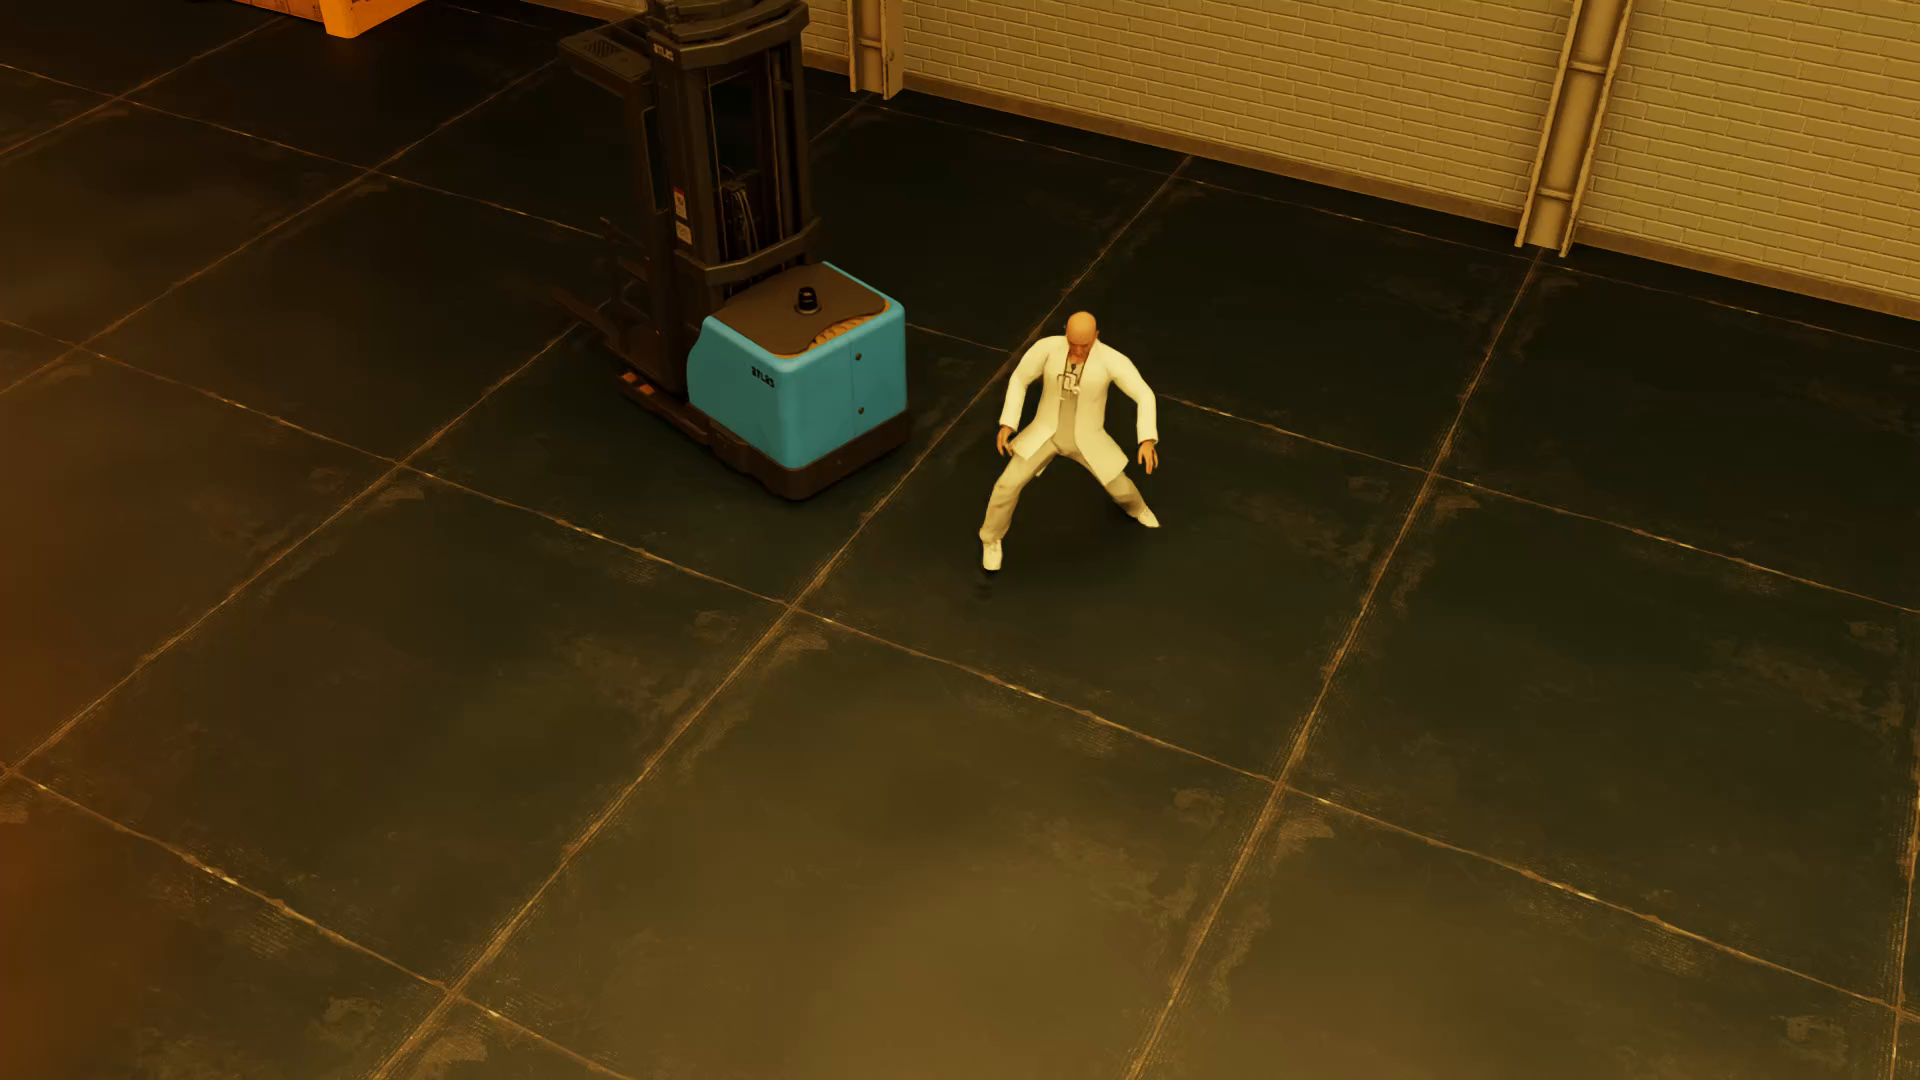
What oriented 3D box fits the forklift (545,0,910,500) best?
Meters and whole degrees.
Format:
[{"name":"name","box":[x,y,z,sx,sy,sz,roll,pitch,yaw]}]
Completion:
[{"name":"forklift","box":[-1.717,-2.221,10.623,1.130,2.935,3.031,-32,50,-32]}]

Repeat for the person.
[{"name":"person","box":[0.682,-0.587,9.765,1.032,1.634,0.967,10,41,12]}]
